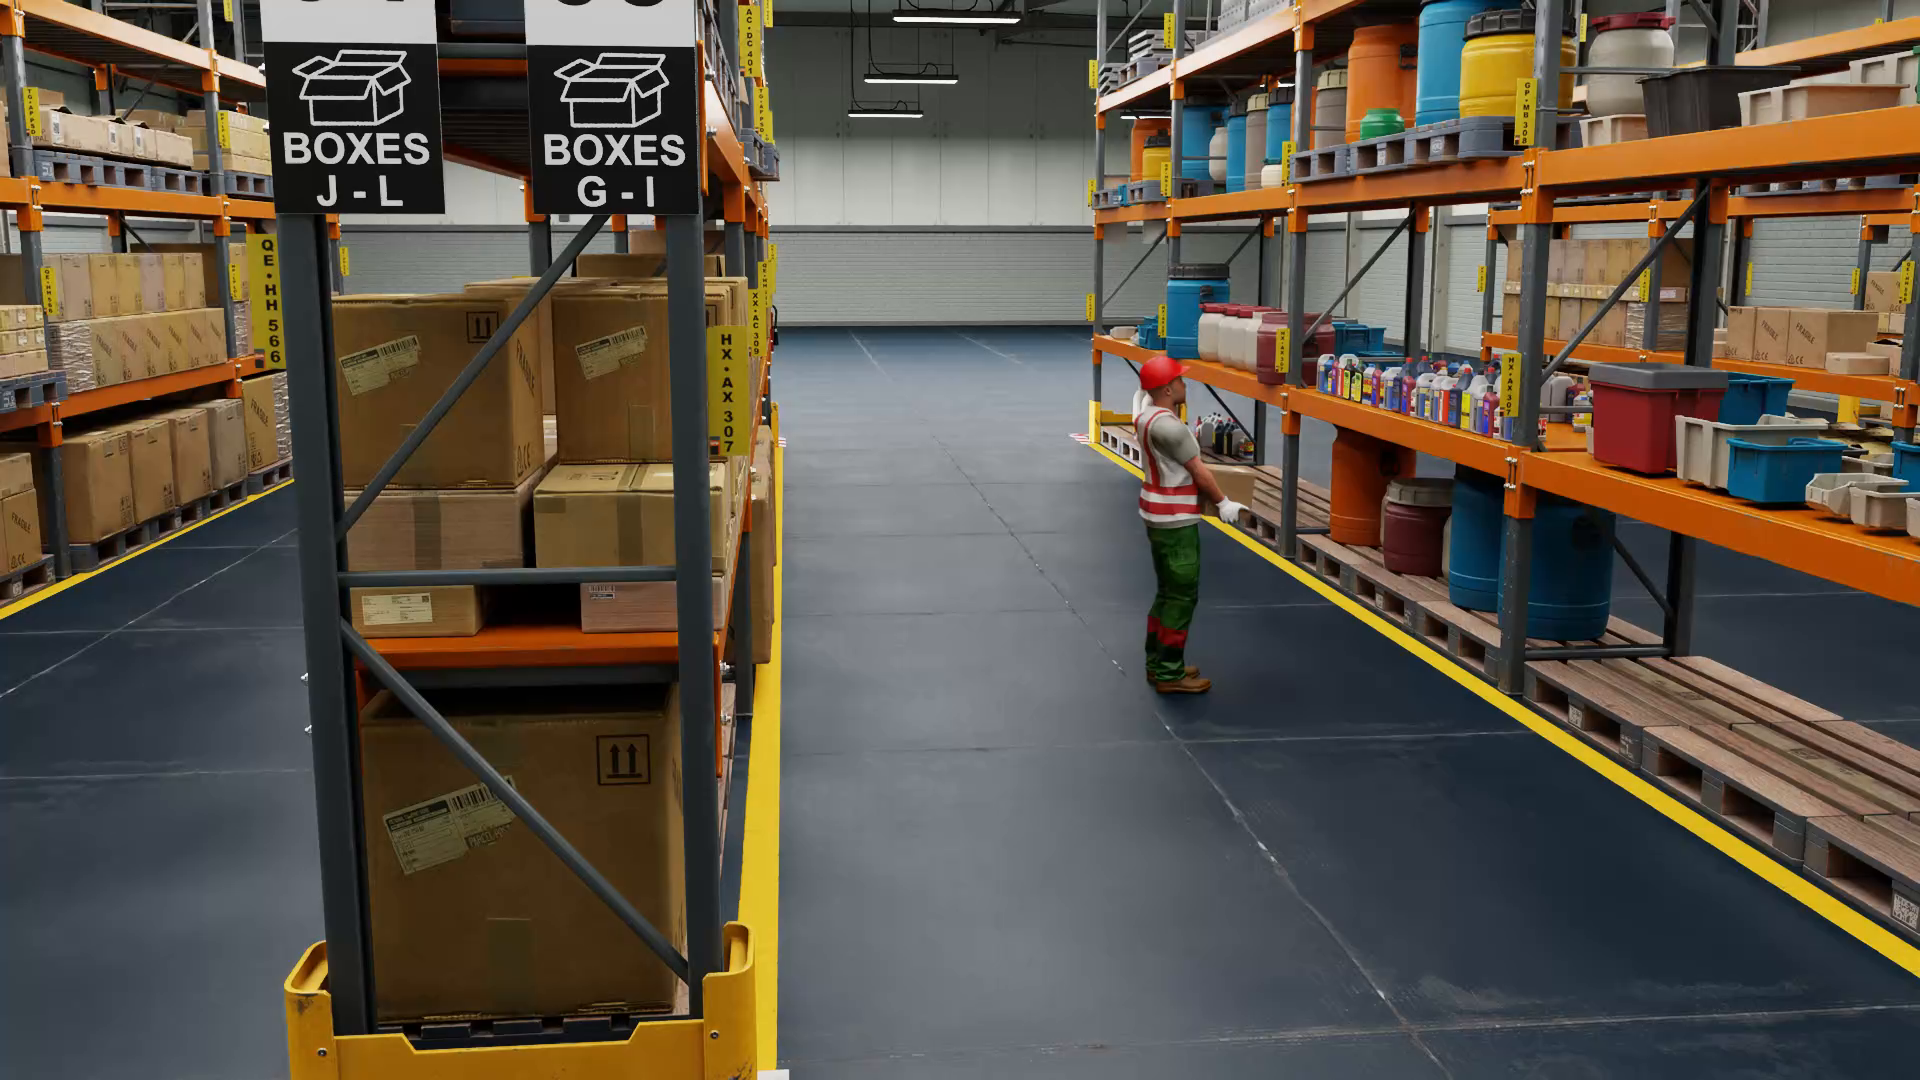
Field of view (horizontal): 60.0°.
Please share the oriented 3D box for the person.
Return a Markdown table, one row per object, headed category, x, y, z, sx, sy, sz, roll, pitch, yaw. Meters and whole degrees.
| category | x | y | z | sx | sy | sz | roll | pitch | yaw |
| --- | --- | --- | --- | --- | --- | --- | --- | --- | --- |
| person | 1.228 | -0.092 | 8.878 | 0.573 | 1.782 | 0.494 | -1 | 10 | -6 |
